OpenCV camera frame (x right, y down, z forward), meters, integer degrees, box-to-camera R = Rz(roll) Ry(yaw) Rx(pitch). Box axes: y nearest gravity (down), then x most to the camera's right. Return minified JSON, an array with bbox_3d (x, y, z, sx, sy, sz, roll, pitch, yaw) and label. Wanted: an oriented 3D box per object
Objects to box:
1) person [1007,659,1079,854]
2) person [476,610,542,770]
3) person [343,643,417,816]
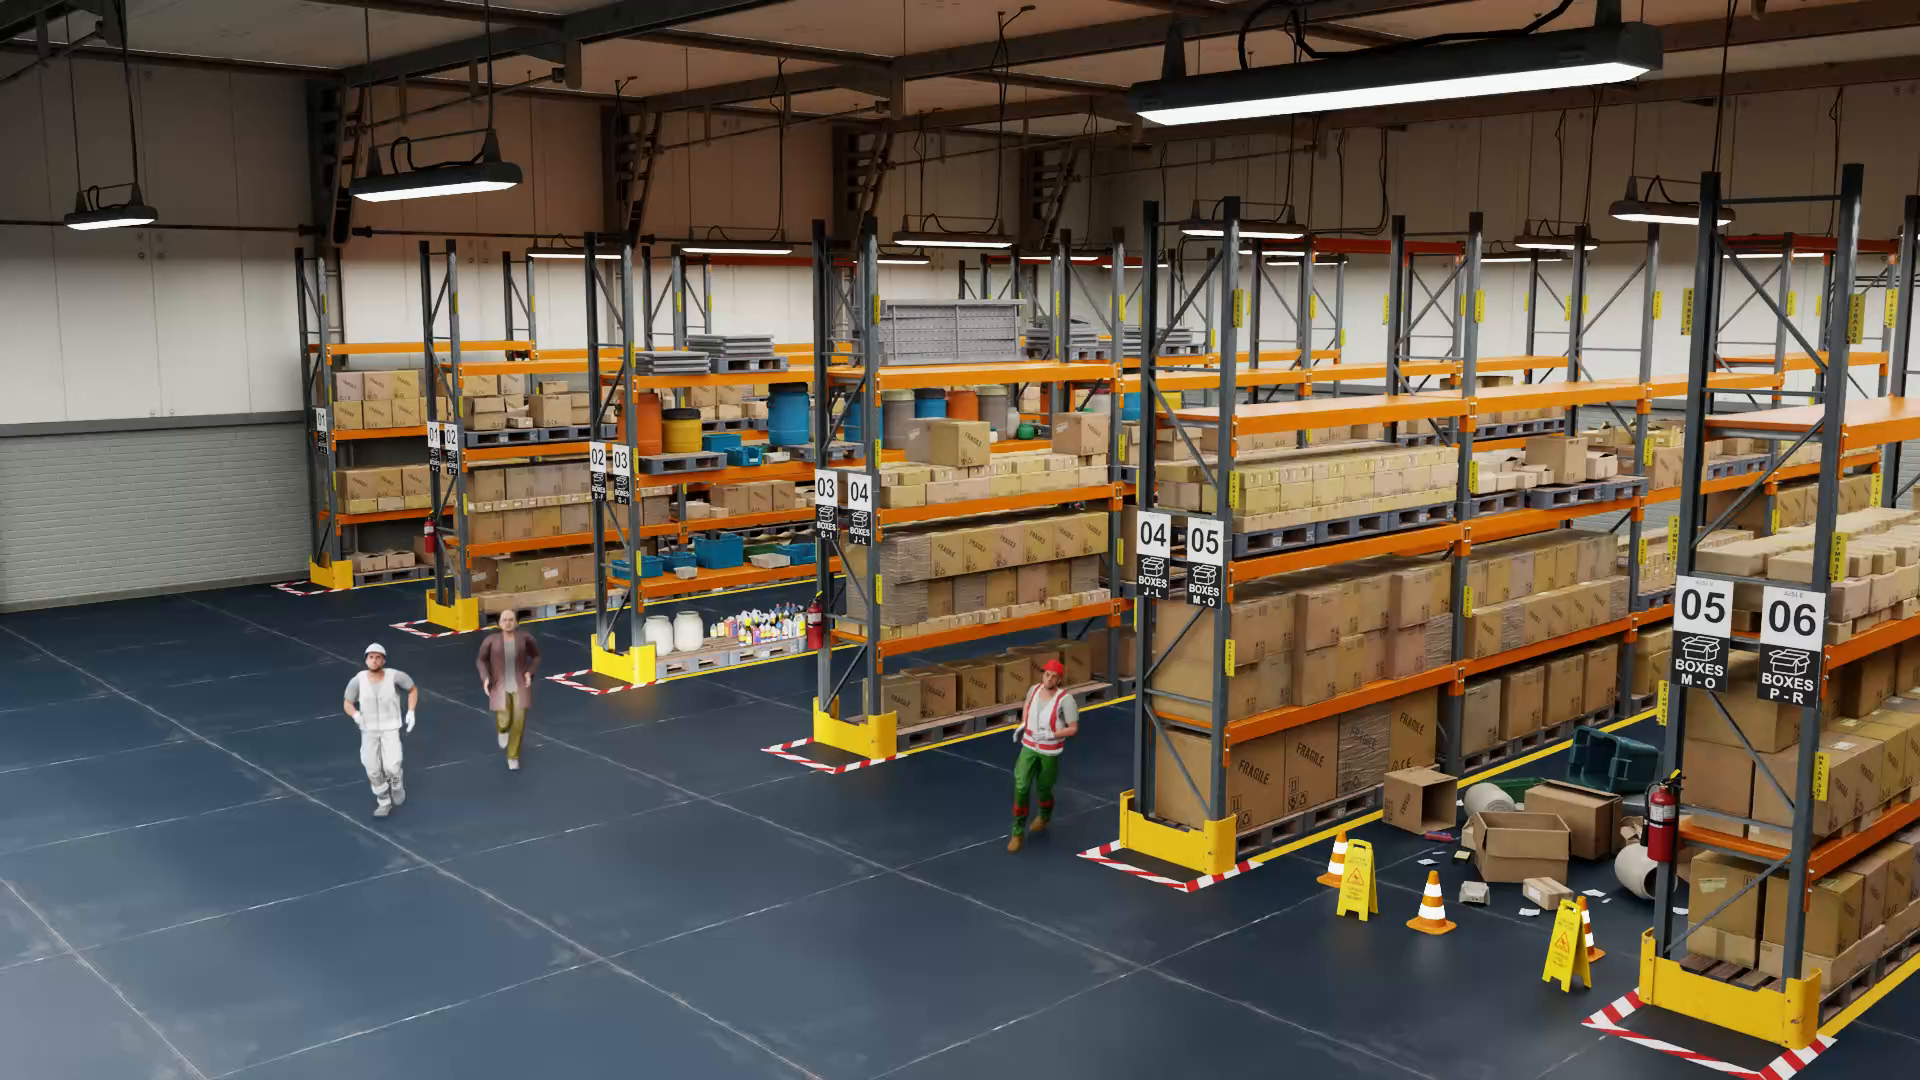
[{"bbox_3d":[0.816,2.008,15.690,0.664,1.802,0.817,3,9,22],"label":"person"},{"bbox_3d":[-4.968,1.630,18.386,0.709,1.733,0.692,-3,9,-18],"label":"person"},{"bbox_3d":[-5.741,1.895,16.455,0.681,1.753,0.595,-2,9,-11],"label":"person"}]
